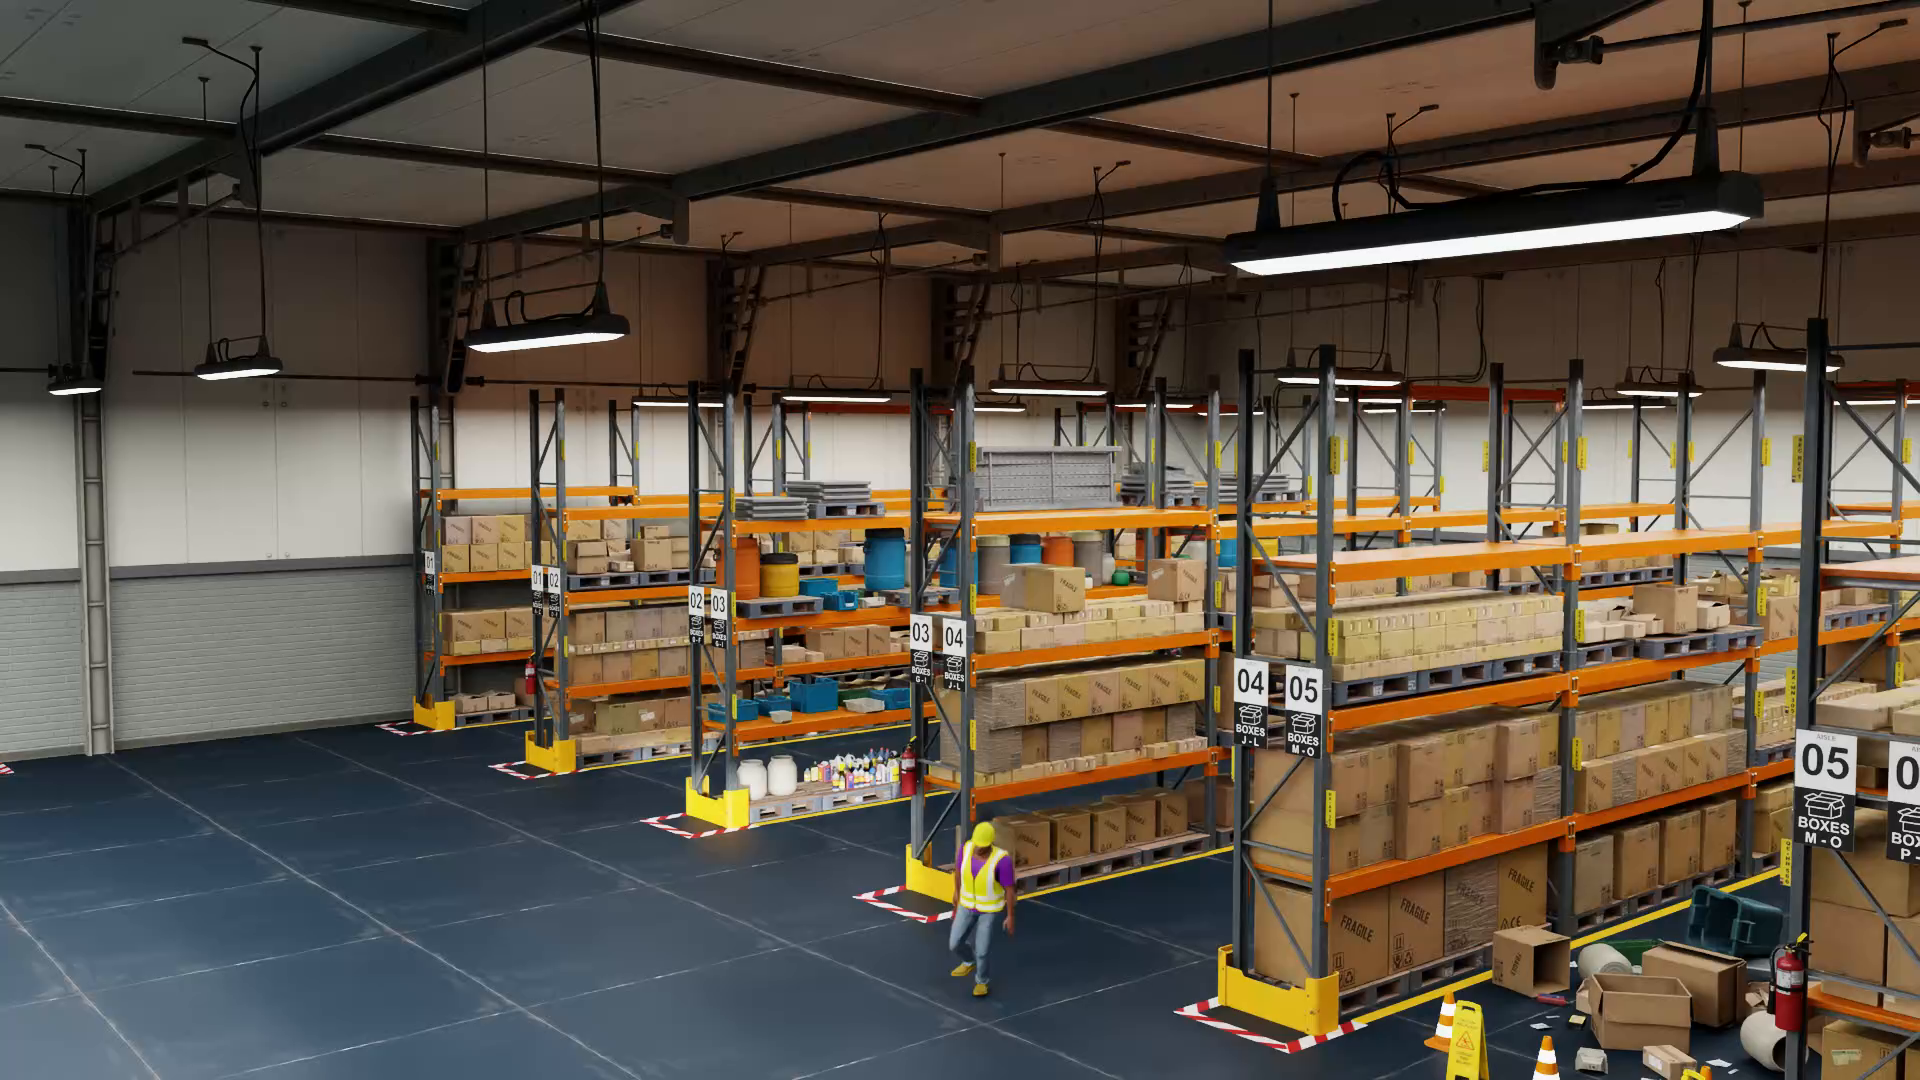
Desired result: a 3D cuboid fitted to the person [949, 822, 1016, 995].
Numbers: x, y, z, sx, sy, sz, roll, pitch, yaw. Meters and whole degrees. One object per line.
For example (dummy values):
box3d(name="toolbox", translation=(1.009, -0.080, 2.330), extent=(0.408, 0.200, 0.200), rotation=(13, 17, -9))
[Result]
box3d(name="person", translation=(0.203, 3.398, 15.423), extent=(0.801, 1.680, 0.683), rotation=(2, 4, 28))
